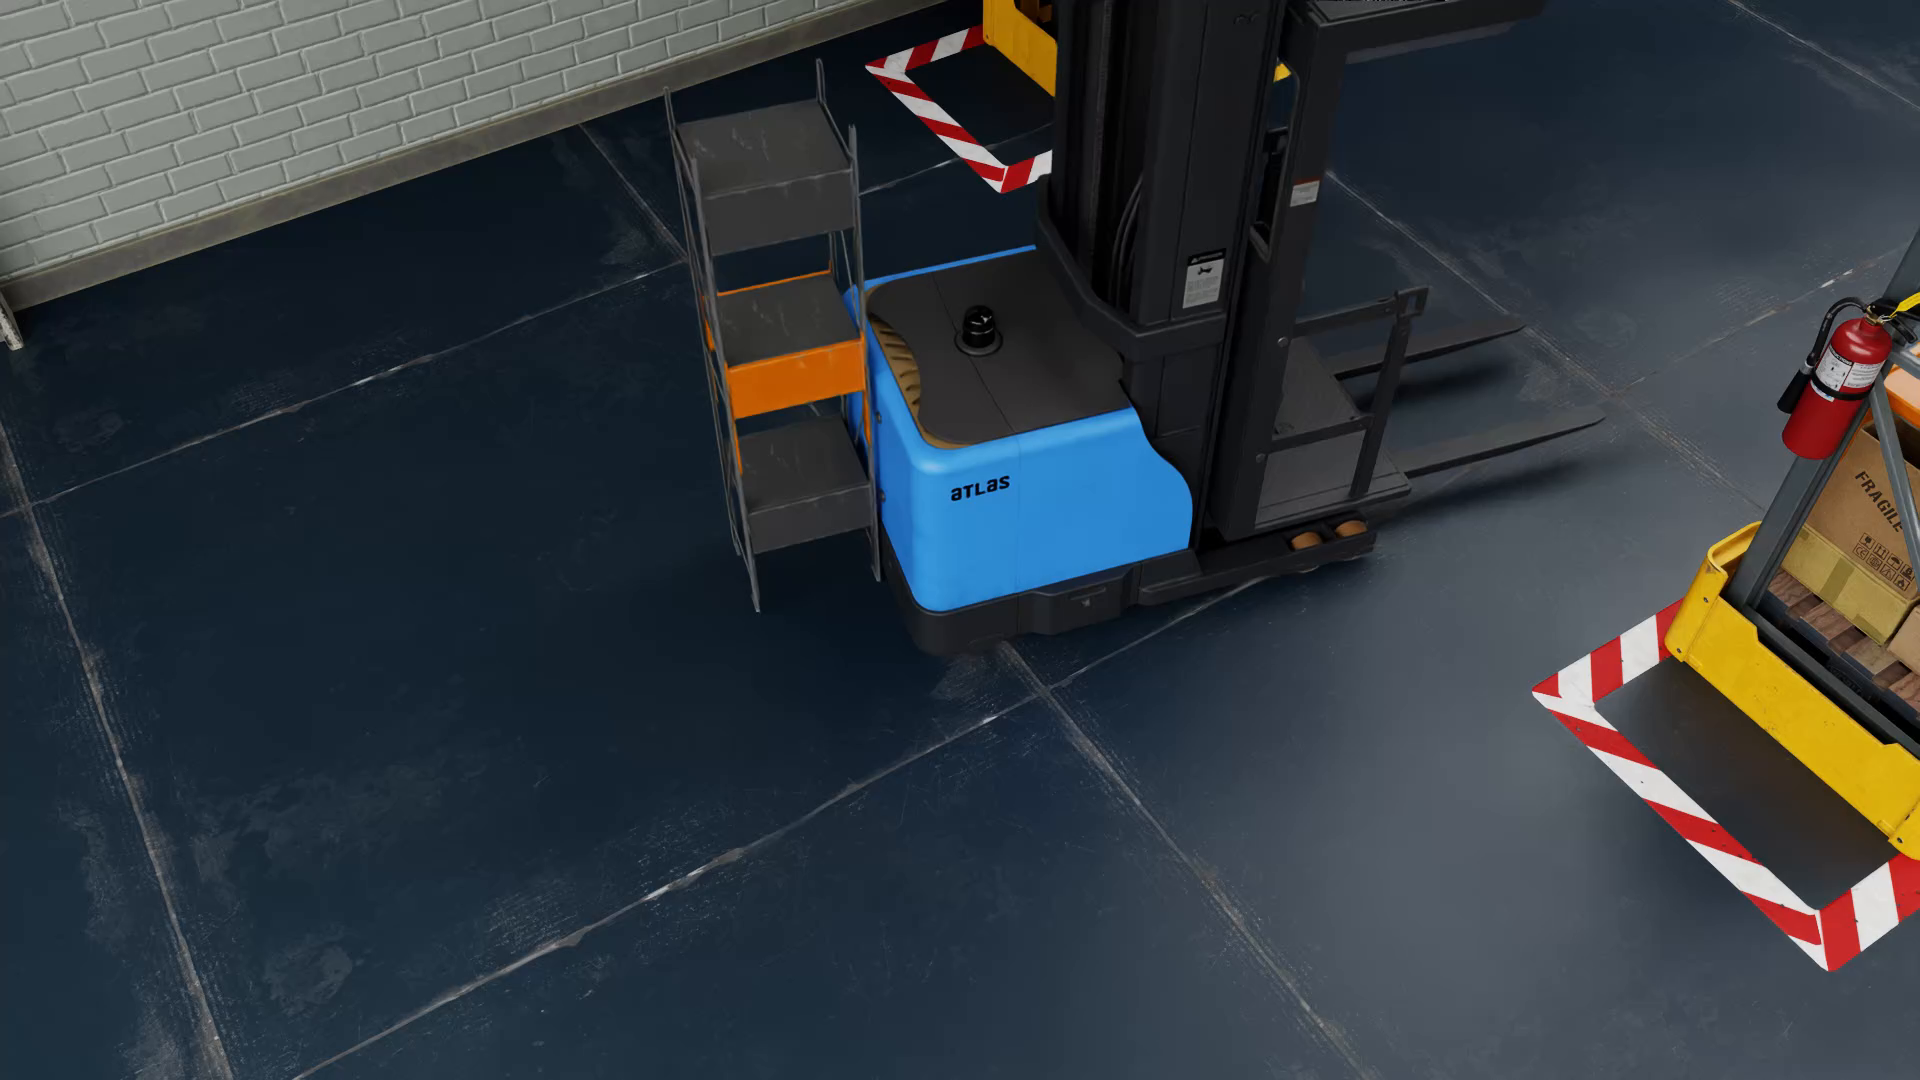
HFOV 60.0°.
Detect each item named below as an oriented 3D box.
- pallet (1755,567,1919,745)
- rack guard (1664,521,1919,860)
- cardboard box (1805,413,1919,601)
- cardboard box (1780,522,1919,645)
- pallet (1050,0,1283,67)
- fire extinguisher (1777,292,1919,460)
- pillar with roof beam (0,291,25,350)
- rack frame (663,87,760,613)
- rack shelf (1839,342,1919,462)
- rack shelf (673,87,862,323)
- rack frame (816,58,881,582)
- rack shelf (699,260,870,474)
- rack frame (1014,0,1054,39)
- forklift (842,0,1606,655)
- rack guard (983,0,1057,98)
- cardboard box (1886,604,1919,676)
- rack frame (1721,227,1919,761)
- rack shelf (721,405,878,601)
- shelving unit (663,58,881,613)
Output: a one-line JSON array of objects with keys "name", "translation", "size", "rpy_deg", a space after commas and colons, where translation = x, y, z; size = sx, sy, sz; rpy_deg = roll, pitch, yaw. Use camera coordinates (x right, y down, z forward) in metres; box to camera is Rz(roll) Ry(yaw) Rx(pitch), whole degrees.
[{"name": "pallet", "translation": [3.764, 0.272, 6.312], "size": [1.213, 0.211, 1.003], "rpy_deg": [-25, 53, -21]}, {"name": "rack guard", "translation": [3.119, 0.517, 5.900], "size": [0.348, 0.500, 1.175], "rpy_deg": [-25, 53, -21]}, {"name": "cardboard box", "translation": [3.434, -0.200, 5.923], "size": [0.500, 0.500, 0.500], "rpy_deg": [-25, 53, -21]}, {"name": "cardboard box", "translation": [3.435, 0.050, 6.202], "size": [0.500, 0.250, 0.500], "rpy_deg": [-25, 53, -21]}, {"name": "pallet", "translation": [1.263, -2.856, 9.097], "size": [1.213, 0.211, 1.003], "rpy_deg": [-25, 53, -21]}, {"name": "fire extinguisher", "translation": [2.791, -0.545, 5.224], "size": [0.183, 0.674, 0.296], "rpy_deg": [-25, 53, -21]}, {"name": "pillar with roof beam", "translation": [-2.154, -1.162, 1.704], "size": [0.400, 9.000, 9.100], "rpy_deg": [-25, 53, -21]}, {"name": "rack frame", "translation": [-0.845, -0.558, 5.786], "size": [0.015, 2.100, 0.400], "rpy_deg": [-14, 50, -12]}, {"name": "rack shelf", "translation": [4.831, -0.882, 5.954], "size": [4.000, 0.370, 1.077], "rpy_deg": [-25, 53, -21]}, {"name": "rack shelf", "translation": [-0.614, -1.072, 5.325], "size": [0.480, 0.518, 0.431], "rpy_deg": [-14, 50, -12]}, {"name": "rack frame", "translation": [-0.383, -0.675, 5.890], "size": [0.015, 2.100, 0.400], "rpy_deg": [-14, 50, -12]}, {"name": "rack shelf", "translation": [-0.614, -0.607, 5.848], "size": [0.480, 0.518, 0.431], "rpy_deg": [-14, 50, -12]}, {"name": "rack frame", "translation": [0.493, -3.451, 7.760], "size": [0.127, 3.000, 1.000], "rpy_deg": [-25, 53, -21]}, {"name": "forklift", "translation": [1.122, -1.208, 5.808], "size": [3.031, 2.935, 1.130], "rpy_deg": [-14, 50, -12]}, {"name": "rack guard", "translation": [0.557, -2.650, 8.721], "size": [0.348, 0.500, 1.175], "rpy_deg": [-25, 53, -21]}, {"name": "cardboard box", "translation": [3.712, 0.377, 5.911], "size": [0.500, 0.250, 0.500], "rpy_deg": [-25, 53, -21]}, {"name": "rack frame", "translation": [3.139, -0.324, 4.975], "size": [0.127, 3.000, 1.000], "rpy_deg": [-25, 53, -21]}, {"name": "rack shelf", "translation": [-0.614, -0.141, 6.371], "size": [0.480, 0.518, 0.431], "rpy_deg": [-14, 50, -12]}, {"name": "shelving unit", "translation": [-0.614, -0.616, 5.838], "size": [0.503, 2.100, 0.431], "rpy_deg": [-14, 50, -12]}]
